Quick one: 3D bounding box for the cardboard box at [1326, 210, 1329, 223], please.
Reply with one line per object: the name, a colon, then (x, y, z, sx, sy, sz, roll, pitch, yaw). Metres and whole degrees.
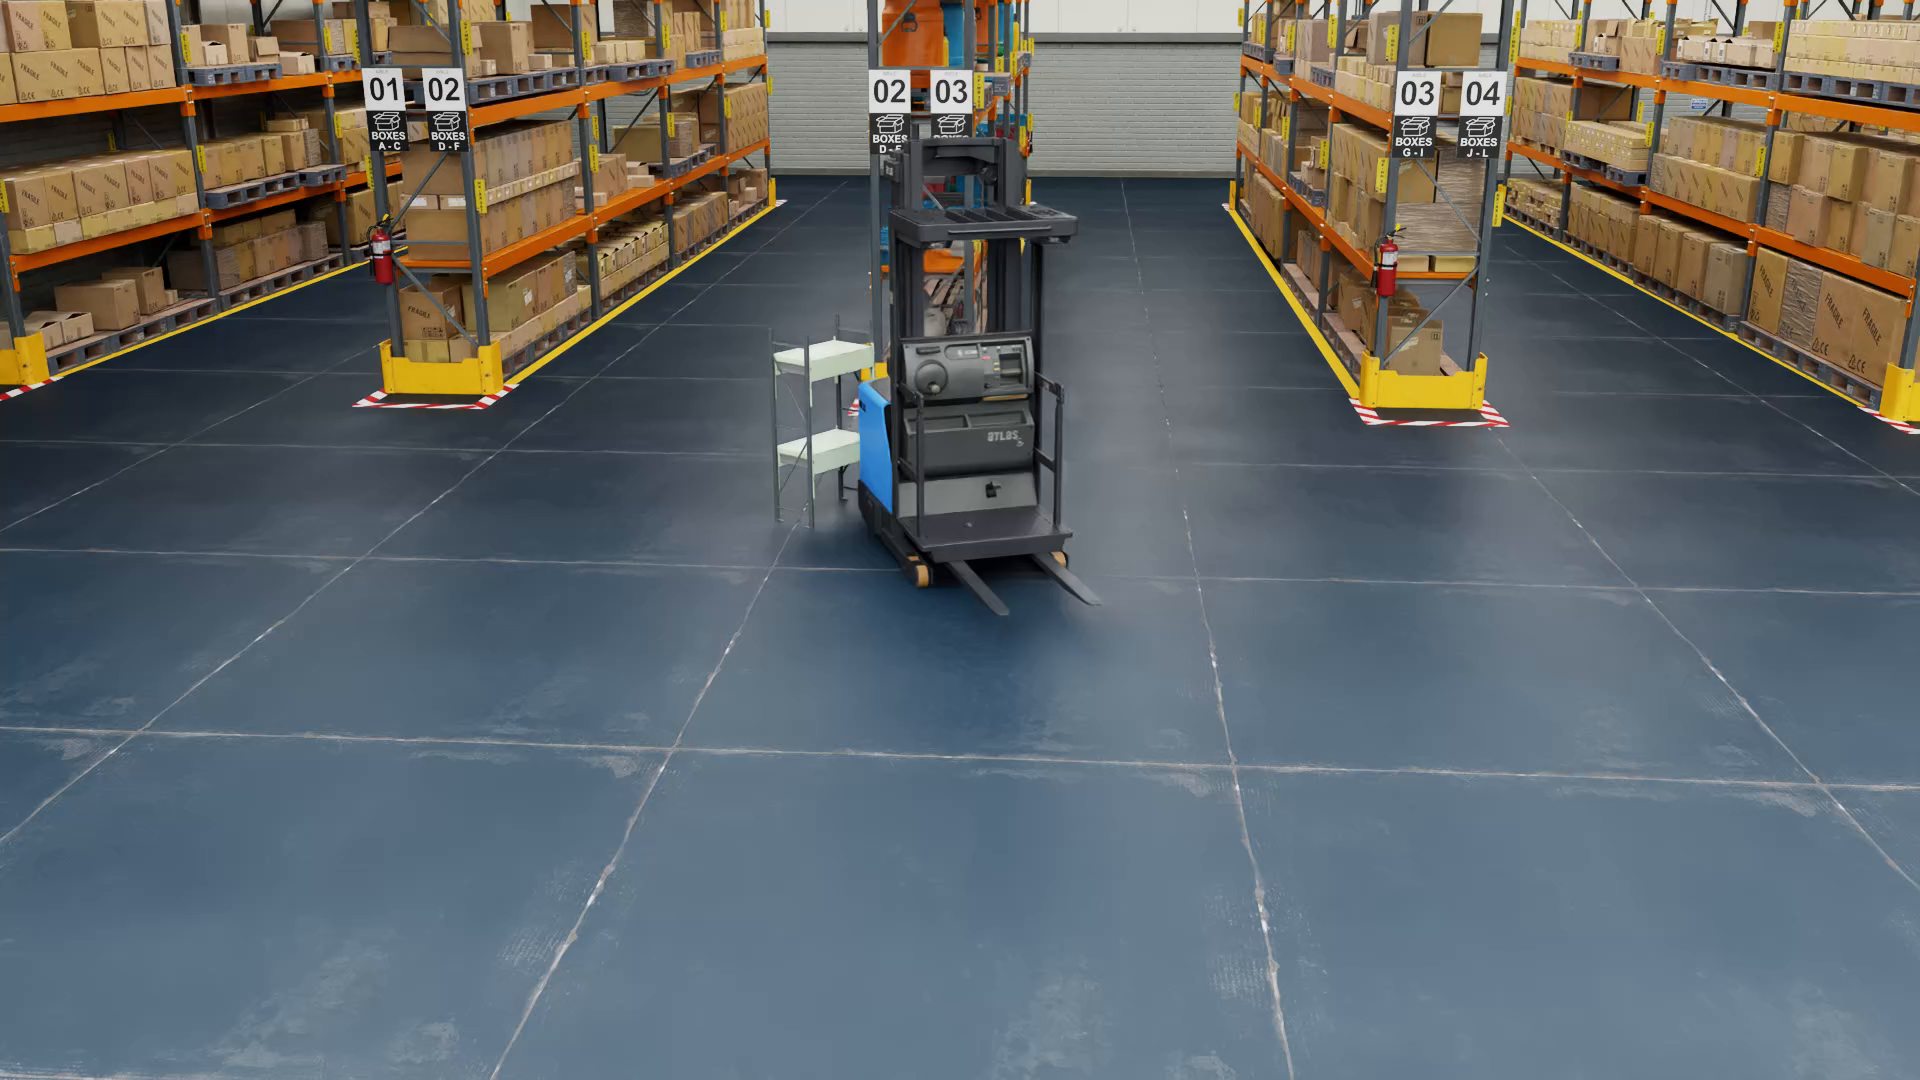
cardboard box: (4.543, -3.816, 19.655, 0.380, 0.149, 0.250, 1, 18, 4)

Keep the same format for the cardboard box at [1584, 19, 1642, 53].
cardboard box: (10.235, -7.895, 26.048, 0.700, 0.500, 0.500, 1, 18, 4)

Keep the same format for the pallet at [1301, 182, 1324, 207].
pallet: (5.044, -4.531, 21.741, 1.003, 0.211, 1.213, 1, 18, 4)

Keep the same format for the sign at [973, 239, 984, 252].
sign: (0.180, -2.981, 16.260, 0.100, 0.325, 0.005, 1, 18, 4)

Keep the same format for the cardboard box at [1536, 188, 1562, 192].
cardboard box: (10.285, -6.063, 29.058, 0.380, 0.149, 0.250, 1, 18, 4)

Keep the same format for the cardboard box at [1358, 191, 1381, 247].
cardboard box: (4.555, -3.270, 16.947, 0.875, 0.500, 0.500, 1, 18, 4)

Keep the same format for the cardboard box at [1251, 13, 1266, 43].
cardboard box: (5.575, -9.108, 29.588, 0.700, 0.500, 0.500, 1, 18, 2)

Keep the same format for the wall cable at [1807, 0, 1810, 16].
wall cable: (19.256, -12.051, 34.689, 2.988, 3.039, 0.133, 1, 18, 4)

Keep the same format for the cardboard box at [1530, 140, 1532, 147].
cardboard box: (10.333, -7.038, 29.488, 0.380, 0.149, 0.250, 1, 18, 3)

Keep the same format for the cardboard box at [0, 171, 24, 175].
cardboard box: (-10.382, -3.687, 17.861, 0.500, 0.500, 0.500, 2, 18, 5)

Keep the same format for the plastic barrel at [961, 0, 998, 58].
plastic barrel: (0.249, -7.354, 23.866, 0.600, 0.830, 0.708, 1, 18, 4)

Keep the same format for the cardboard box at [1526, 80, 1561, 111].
cardboard box: (10.273, -7.793, 29.144, 0.500, 0.500, 0.500, 1, 18, 3)

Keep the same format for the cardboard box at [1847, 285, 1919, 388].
cardboard box: (9.495, -2.013, 16.487, 0.875, 0.875, 0.875, 1, 18, 4)

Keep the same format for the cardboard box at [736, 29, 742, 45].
cardboard box: (-4.084, -8.750, 28.930, 0.500, 0.250, 0.500, 1, 18, 4)

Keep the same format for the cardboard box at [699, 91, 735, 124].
cardboard box: (-4.134, -7.365, 28.316, 0.500, 0.500, 0.500, 2, 18, 5)

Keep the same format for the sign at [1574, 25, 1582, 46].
sign: (9.830, -8.019, 26.430, 0.100, 0.325, 0.005, 1, 18, 4)

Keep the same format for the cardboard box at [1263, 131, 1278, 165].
cardboard box: (5.115, -6.234, 26.471, 0.500, 0.500, 0.500, 1, 18, 4)

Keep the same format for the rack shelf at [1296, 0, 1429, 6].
rack shelf: (5.002, -6.935, 20.935, 1.077, 0.370, 4.000, 1, 18, 4)

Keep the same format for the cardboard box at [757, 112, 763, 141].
cardboard box: (-3.956, -7.686, 30.901, 0.500, 0.500, 0.500, 1, 18, 4)

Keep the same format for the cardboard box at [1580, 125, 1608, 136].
cardboard box: (9.830, -6.345, 25.743, 0.380, 0.149, 0.250, 1, 18, 3)

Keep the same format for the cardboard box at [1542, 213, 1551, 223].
cardboard box: (10.117, -5.474, 28.217, 0.380, 0.149, 0.250, 1, 18, 2)

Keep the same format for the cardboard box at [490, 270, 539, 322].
cardboard box: (-4.991, -2.697, 18.374, 0.500, 0.500, 0.500, 1, 18, 4)

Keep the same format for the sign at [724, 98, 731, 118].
sign: (-3.894, -7.241, 27.845, 0.100, 0.325, 0.005, 1, 18, 4)

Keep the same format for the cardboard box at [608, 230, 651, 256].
cardboard box: (-4.597, -4.133, 23.060, 0.500, 0.311, 0.500, 1, 18, 4)

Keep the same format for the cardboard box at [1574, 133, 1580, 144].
cardboard box: (9.851, -6.287, 26.043, 0.380, 0.149, 0.250, 2, 18, 5)

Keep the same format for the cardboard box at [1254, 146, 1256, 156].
cardboard box: (5.146, -6.543, 27.977, 0.380, 0.149, 0.250, 2, 18, 5)

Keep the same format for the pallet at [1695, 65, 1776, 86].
pallet: (10.015, -5.883, 21.045, 1.003, 0.211, 1.213, 2, 18, 6)

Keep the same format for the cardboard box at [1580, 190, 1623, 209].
cardboard box: (10.020, -5.317, 25.968, 0.500, 0.250, 0.500, 2, 18, 5)

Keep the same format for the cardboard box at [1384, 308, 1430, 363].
cardboard box: (4.642, -2.145, 17.491, 0.500, 0.500, 0.500, 6, 19, 18)

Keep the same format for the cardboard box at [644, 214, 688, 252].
cardboard box: (-4.417, -4.616, 25.001, 0.500, 0.500, 0.500, 2, 18, 6)

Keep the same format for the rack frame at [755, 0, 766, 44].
rack frame: (-4.162, -10.795, 30.917, 1.000, 3.000, 0.127, 1, 18, 4)

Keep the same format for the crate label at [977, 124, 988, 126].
crate label: (0.433, -7.712, 31.316, 0.416, 0.233, 0.303, 1, 18, 4)

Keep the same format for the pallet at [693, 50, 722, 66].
pallet: (-4.565, -7.837, 27.009, 1.213, 0.211, 1.003, 1, 18, 4)

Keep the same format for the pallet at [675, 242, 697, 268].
pallet: (-4.644, -4.366, 25.408, 1.003, 0.211, 1.213, 1, 18, 4)

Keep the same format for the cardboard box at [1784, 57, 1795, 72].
cardboard box: (9.434, -5.301, 18.535, 0.380, 0.149, 0.250, 1, 18, 3)

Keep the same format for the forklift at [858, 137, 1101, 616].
forklift: (0.127, -1.197, 11.370, 1.130, 2.935, 3.031, -5, 19, -16)

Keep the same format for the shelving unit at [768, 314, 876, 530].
shelving unit: (-1.046, -0.923, 12.831, 0.431, 1.500, 0.755, 14, 23, 36)

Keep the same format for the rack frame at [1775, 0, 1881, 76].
rack frame: (9.799, -6.704, 18.431, 1.000, 3.000, 0.127, 1, 18, 4)

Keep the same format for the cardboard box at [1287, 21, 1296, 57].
cardboard box: (5.092, -7.371, 24.449, 0.500, 0.500, 0.500, 2, 18, 7)

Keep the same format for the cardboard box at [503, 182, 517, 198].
cardboard box: (-4.993, -3.769, 17.905, 0.380, 0.149, 0.250, 1, 18, 2)

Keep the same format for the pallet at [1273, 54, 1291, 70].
pallet: (5.216, -7.122, 24.827, 1.003, 0.211, 1.213, 2, 18, 6)

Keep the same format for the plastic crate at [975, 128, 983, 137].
plastic crate: (0.185, -6.764, 28.178, 0.392, 0.384, 0.575, 1, 18, 4)

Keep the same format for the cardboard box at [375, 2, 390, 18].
cardboard box: (-9.583, -8.580, 26.901, 0.500, 0.250, 0.500, 3, 18, 8)

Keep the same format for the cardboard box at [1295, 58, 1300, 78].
cardboard box: (4.858, -6.452, 22.718, 0.500, 0.250, 0.500, 2, 18, 5)

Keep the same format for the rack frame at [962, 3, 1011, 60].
rack frame: (0.205, -8.199, 22.994, 1.000, 3.000, 0.127, 1, 18, 4)

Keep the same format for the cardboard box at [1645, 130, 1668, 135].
cardboard box: (10.404, -6.006, 24.708, 0.380, 0.149, 0.250, 2, 18, 6)

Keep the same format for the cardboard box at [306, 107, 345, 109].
cardboard box: (-9.822, -6.591, 25.845, 0.500, 0.250, 0.500, 1, 18, 3)

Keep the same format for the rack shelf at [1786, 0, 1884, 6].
rack shelf: (9.655, -5.551, 16.710, 1.077, 0.370, 4.000, 1, 18, 4)

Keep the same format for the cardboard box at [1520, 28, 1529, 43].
cardboard box: (10.368, -9.038, 29.810, 0.500, 0.250, 0.500, 2, 18, 5)

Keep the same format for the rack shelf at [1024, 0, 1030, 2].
rack shelf: (0.635, -9.531, 28.855, 1.077, 0.370, 4.000, 1, 18, 4)

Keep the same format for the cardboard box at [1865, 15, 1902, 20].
cardboard box: (15.381, -8.400, 27.423, 0.797, 0.503, 0.637, 3, 18, 8)

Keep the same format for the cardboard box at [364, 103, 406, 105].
cardboard box: (-9.251, -6.899, 26.785, 0.500, 0.250, 0.500, 2, 18, 5)

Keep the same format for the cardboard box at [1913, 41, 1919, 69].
cardboard box: (9.268, -4.512, 15.486, 0.500, 0.250, 0.500, 2, 18, 5)

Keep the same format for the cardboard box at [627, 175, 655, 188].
cardboard box: (-4.524, -5.055, 23.436, 0.380, 0.149, 0.250, 1, 18, 4)
